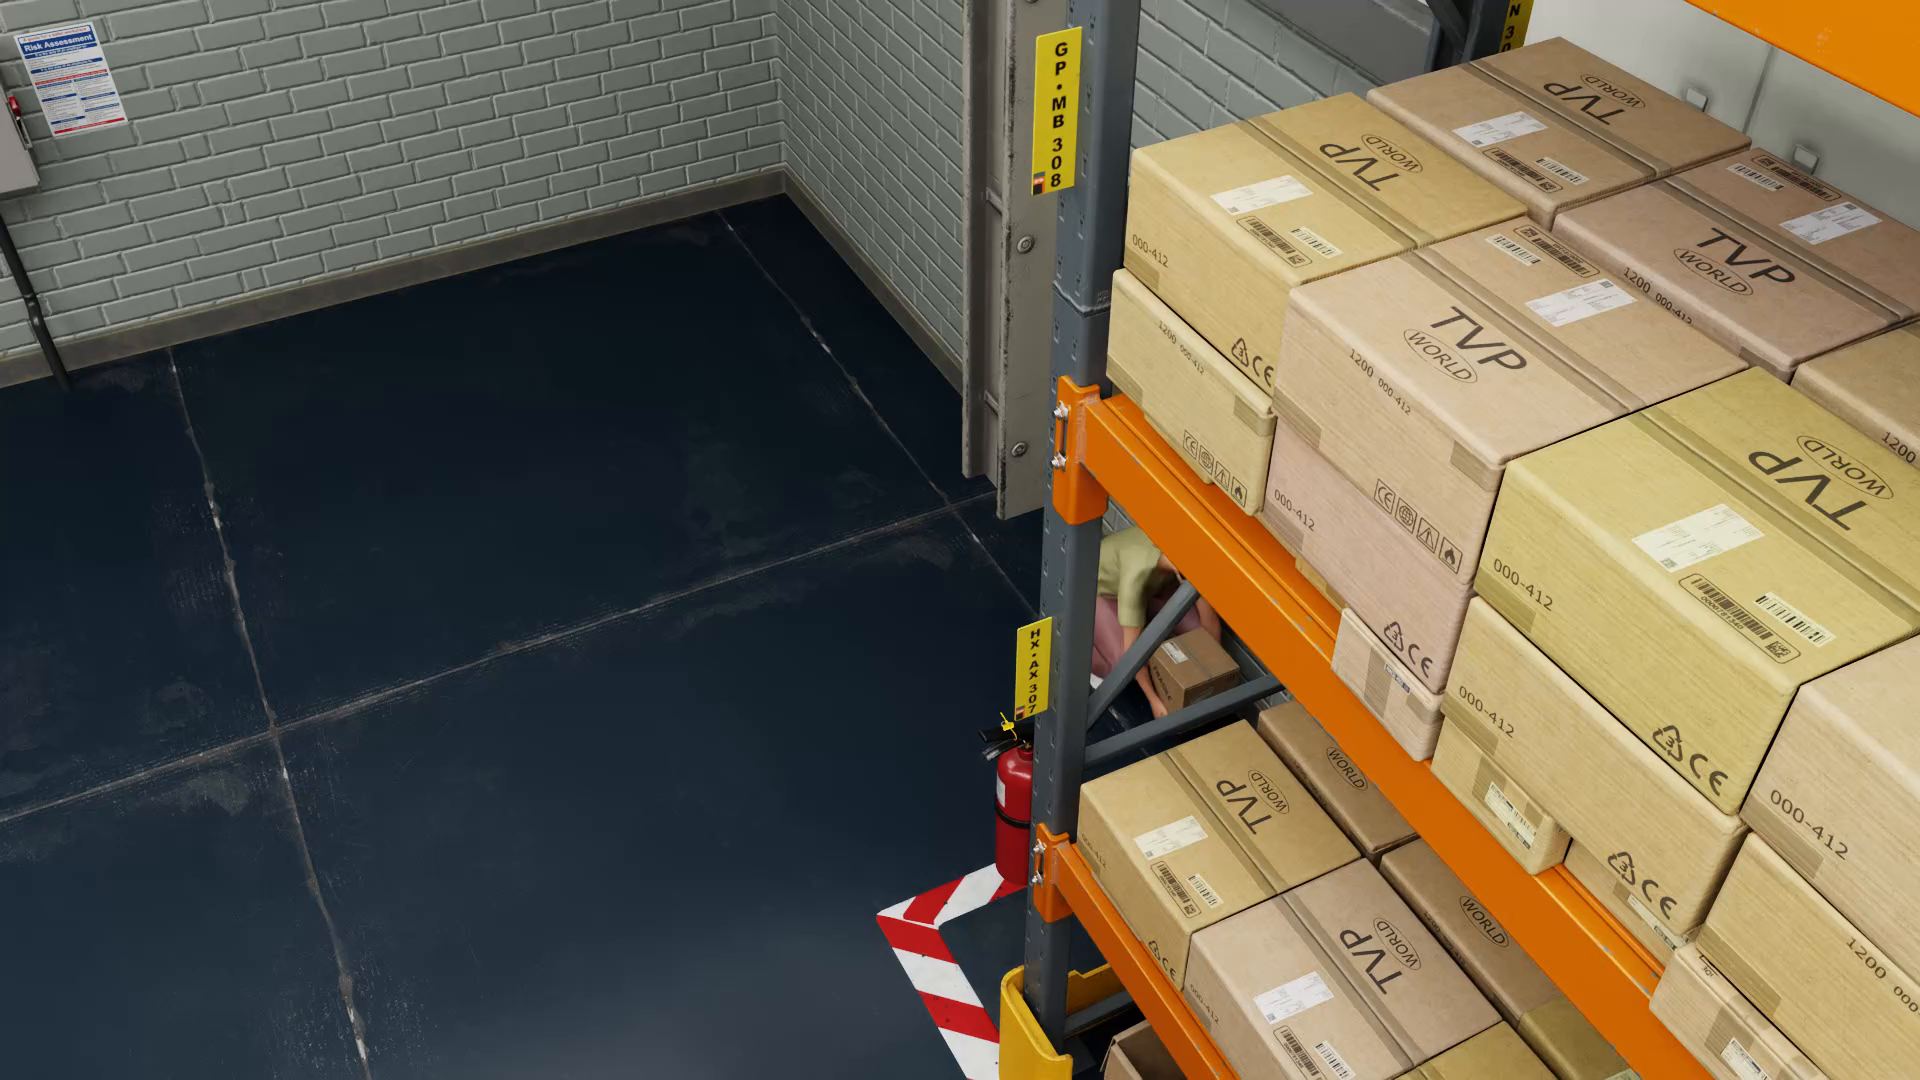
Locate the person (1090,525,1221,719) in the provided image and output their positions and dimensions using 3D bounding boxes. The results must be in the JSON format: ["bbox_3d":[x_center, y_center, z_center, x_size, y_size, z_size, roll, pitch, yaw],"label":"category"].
[{"bbox_3d":[0.739,0.244,6.449,0.474,0.937,0.802,-19,45,-21],"label":"person"}]
